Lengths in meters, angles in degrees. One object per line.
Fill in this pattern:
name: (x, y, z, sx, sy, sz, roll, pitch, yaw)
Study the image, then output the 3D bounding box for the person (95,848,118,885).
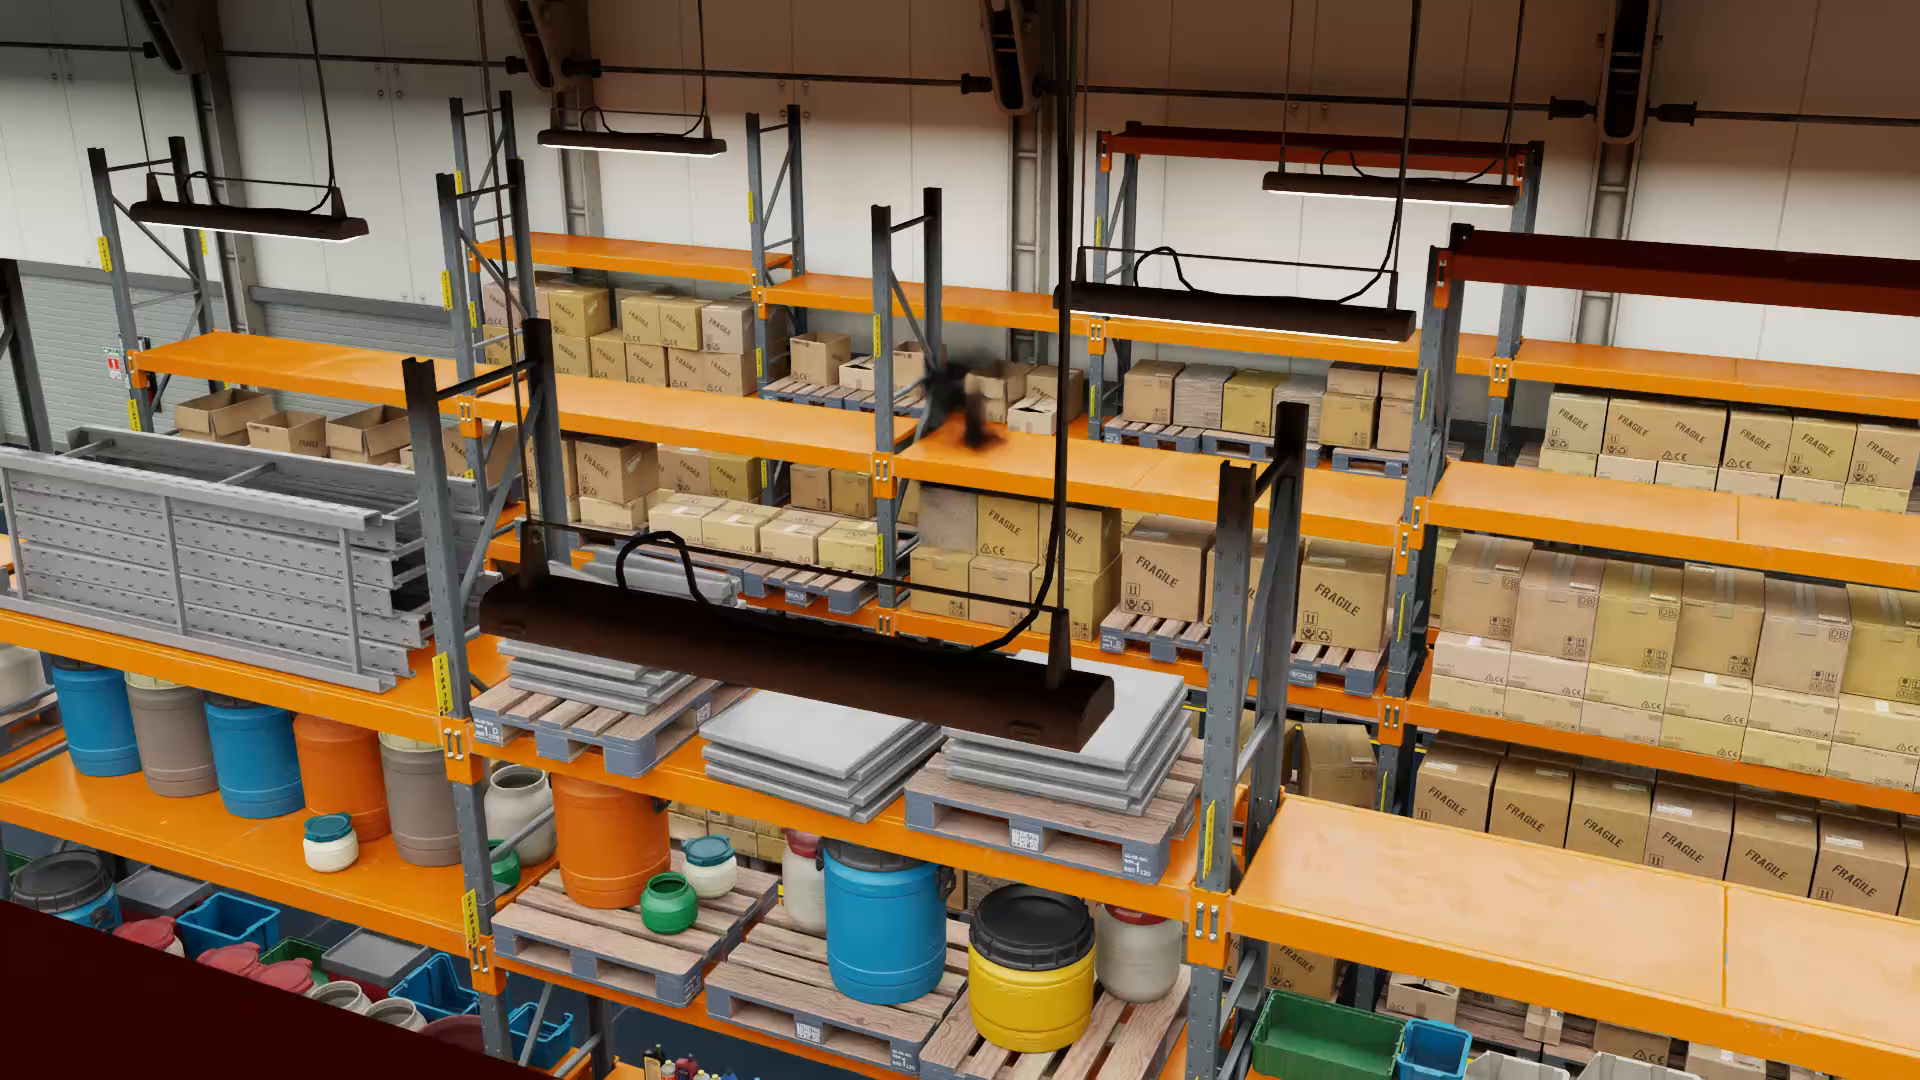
person: (-7.043, 2.413, 13.957, 0.719, 1.608, 0.598, 7, 22, 18)
